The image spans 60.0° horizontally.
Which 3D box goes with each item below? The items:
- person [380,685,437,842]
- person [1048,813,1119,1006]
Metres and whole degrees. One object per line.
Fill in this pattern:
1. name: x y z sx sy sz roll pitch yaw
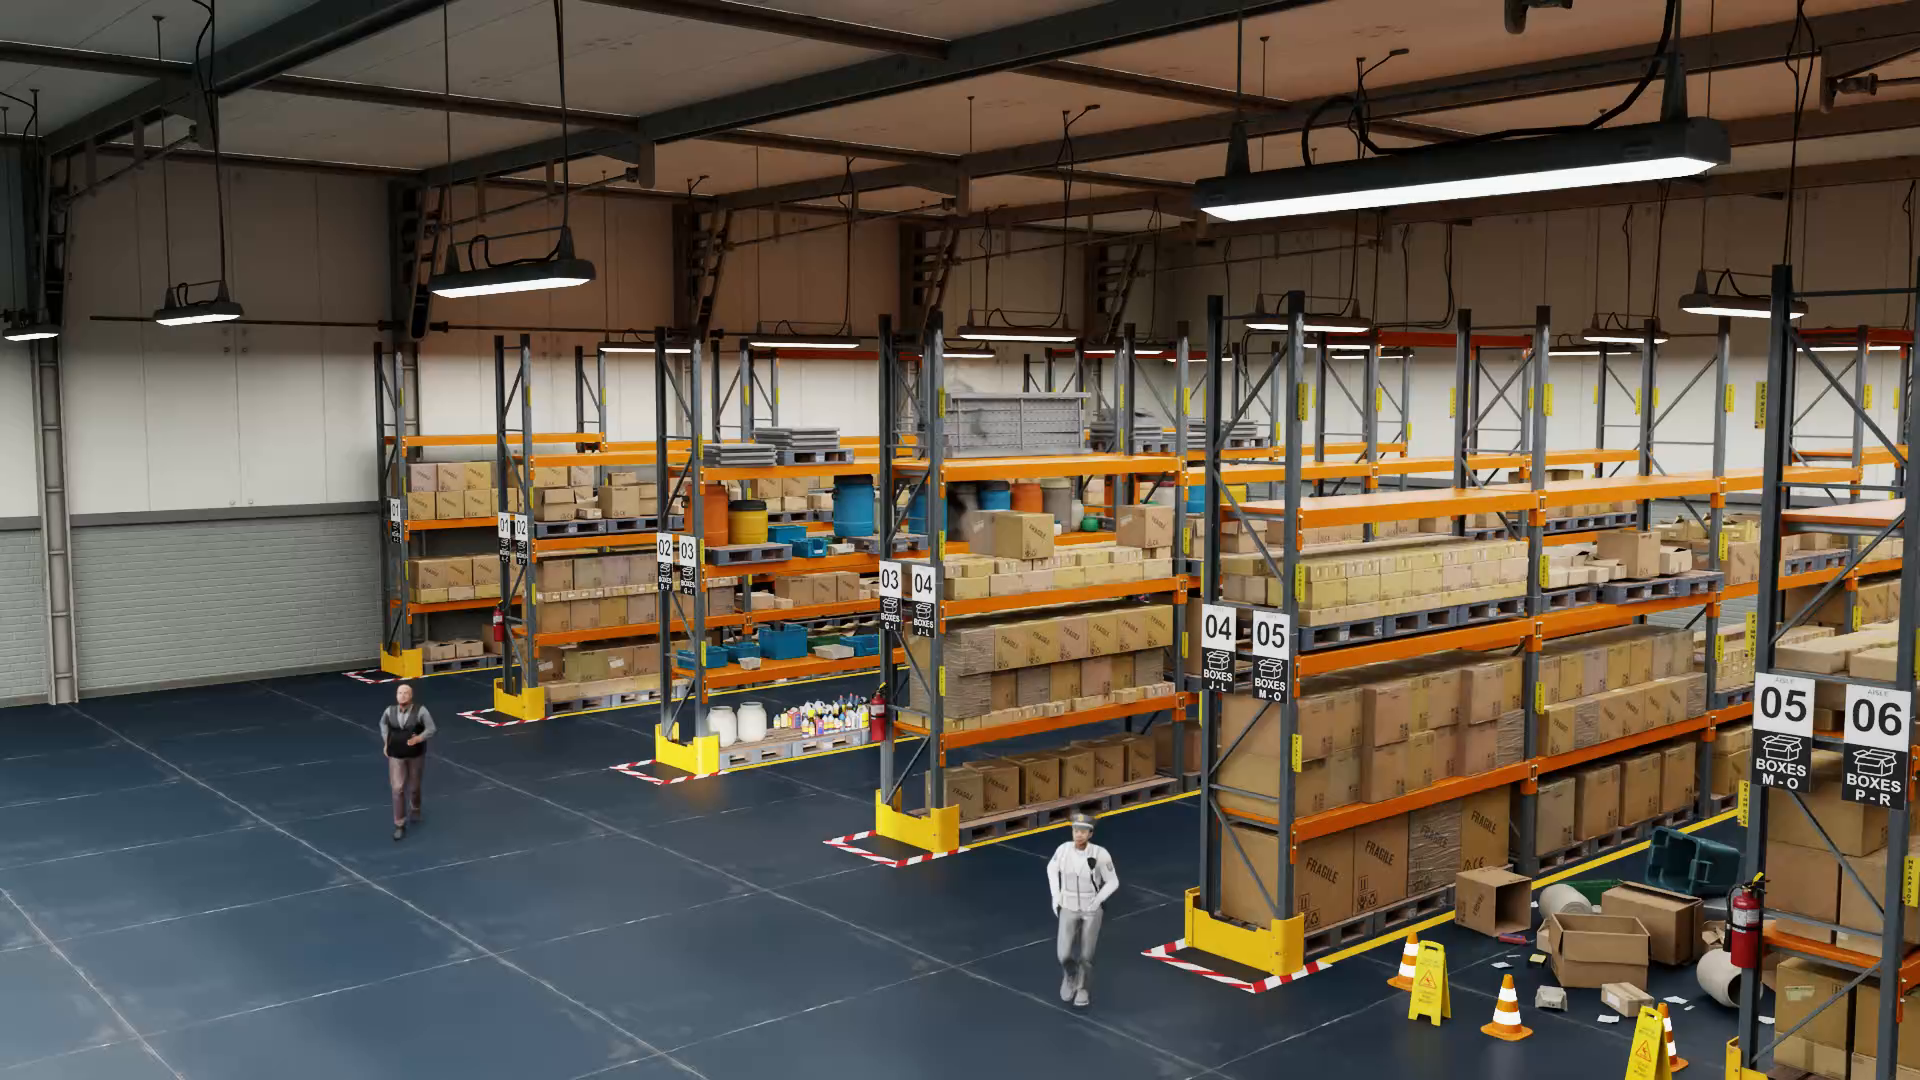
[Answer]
1. person: -6.425 2.576 19.373 0.653 1.665 0.879 -1 5 -13
2. person: 1.003 3.079 13.804 0.623 1.655 0.565 1 5 11
